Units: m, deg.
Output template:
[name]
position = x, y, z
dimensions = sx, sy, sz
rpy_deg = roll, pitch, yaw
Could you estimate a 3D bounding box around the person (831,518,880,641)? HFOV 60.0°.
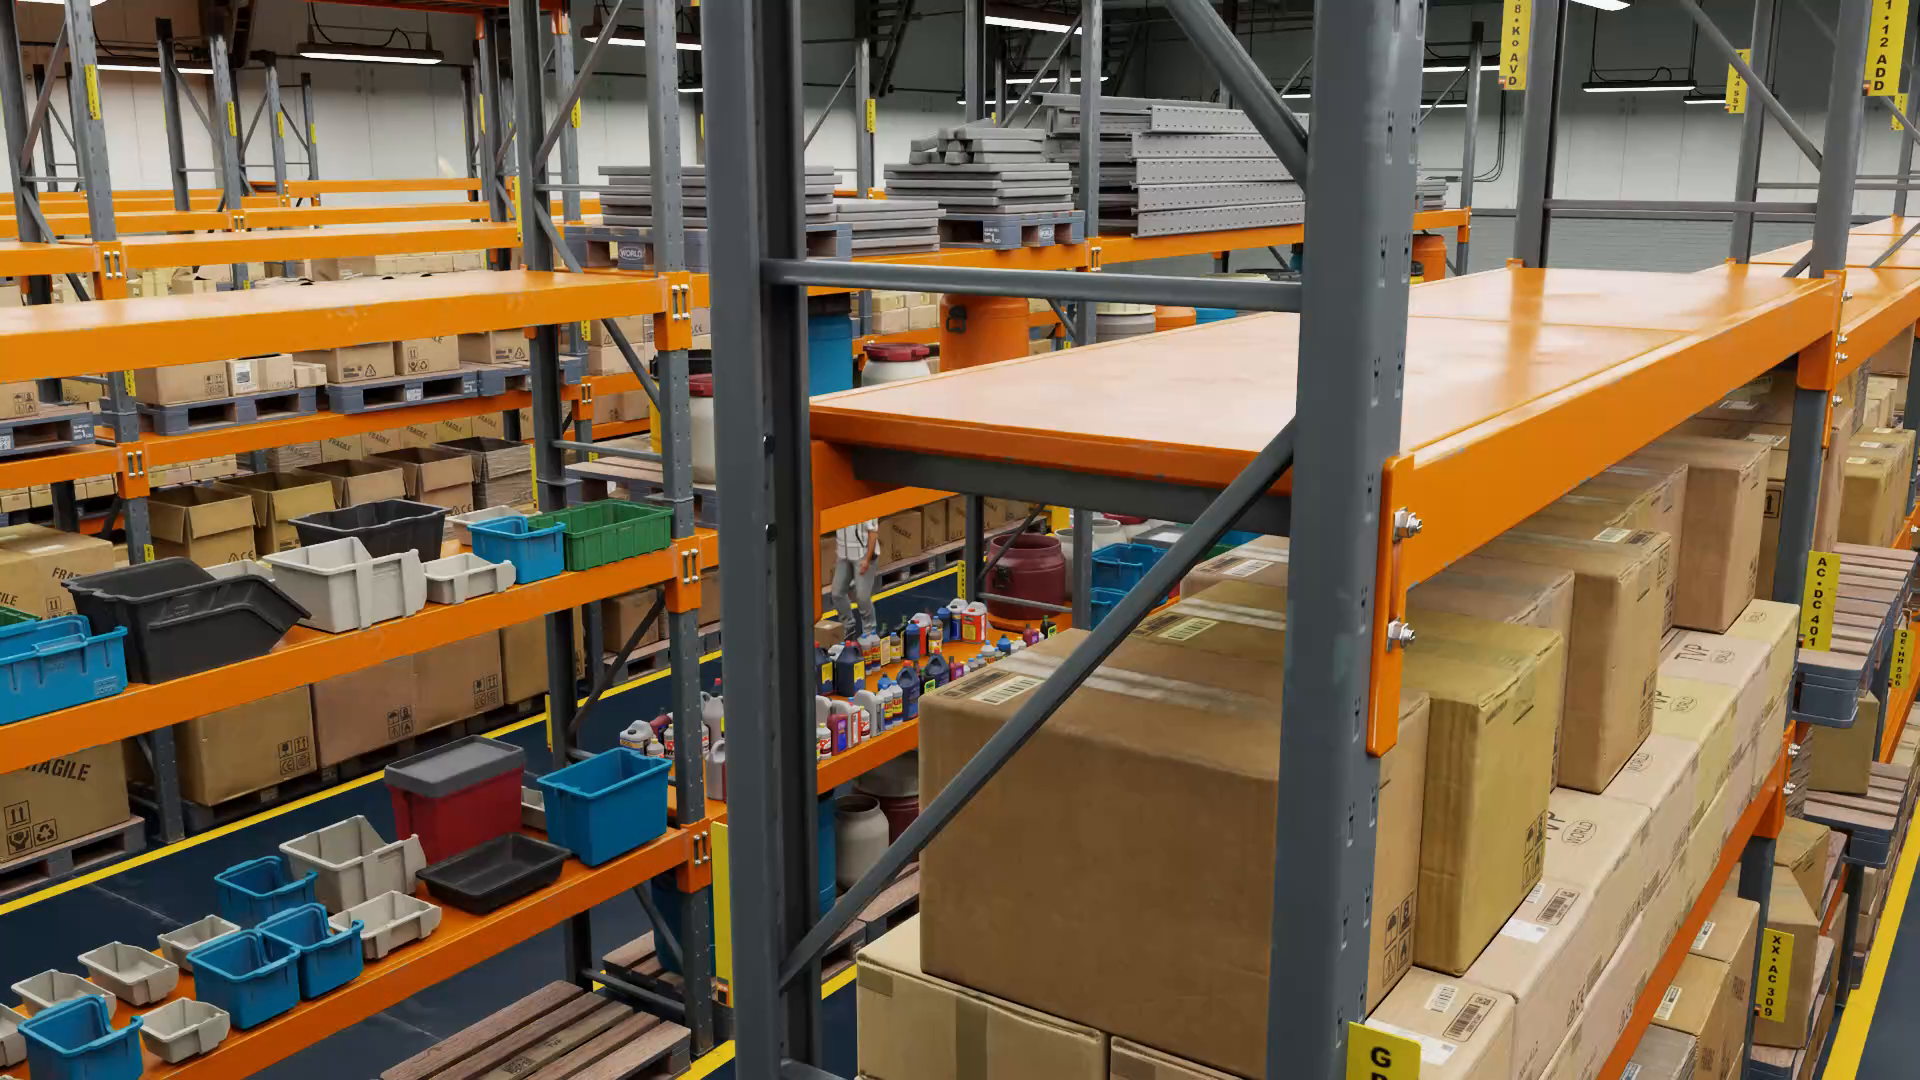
[person]
position = -1.013, 0.198, 16.259
dimensions = 0.496, 1.621, 0.479
rpy_deg = 9, 16, 34
